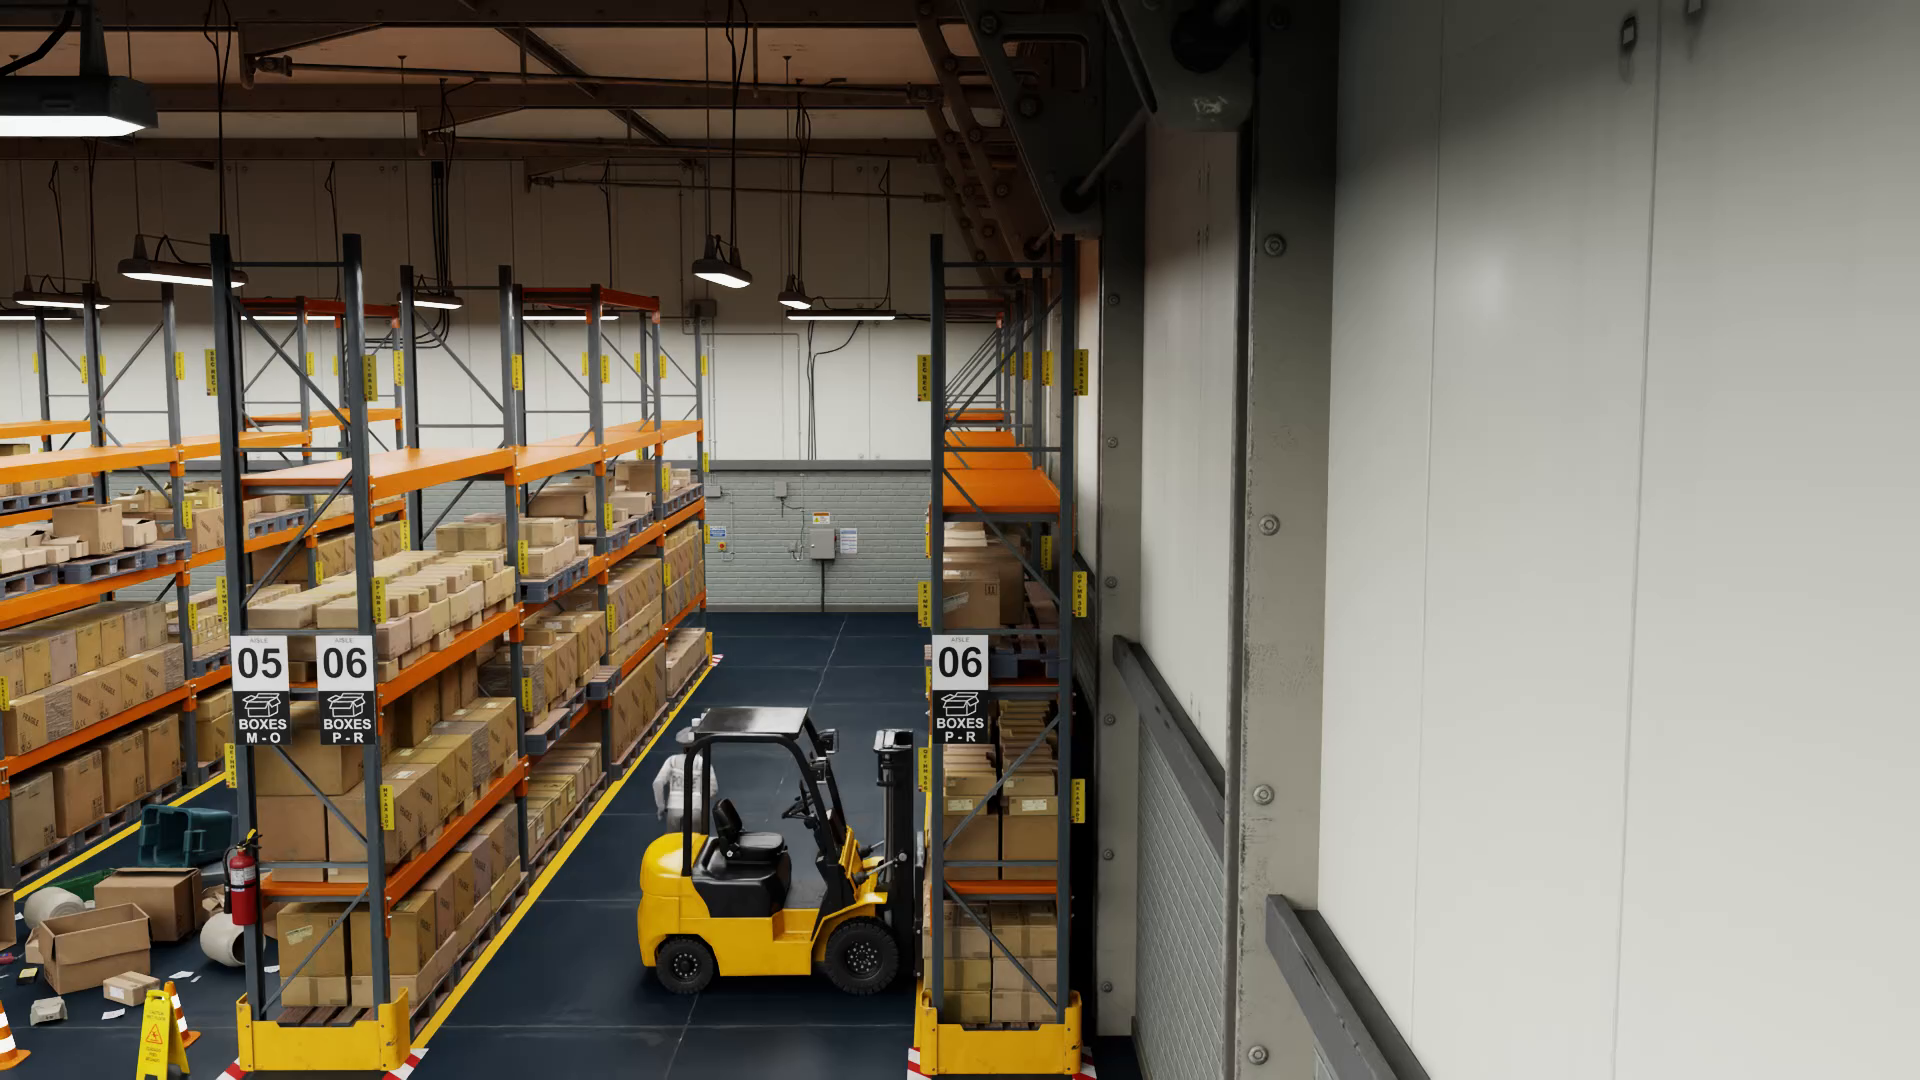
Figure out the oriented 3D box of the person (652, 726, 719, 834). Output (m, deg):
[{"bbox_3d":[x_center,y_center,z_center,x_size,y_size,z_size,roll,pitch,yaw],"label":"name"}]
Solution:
[{"bbox_3d":[-2.648,2.613,16.087,0.615,1.588,0.716,0,6,1],"label":"person"}]
